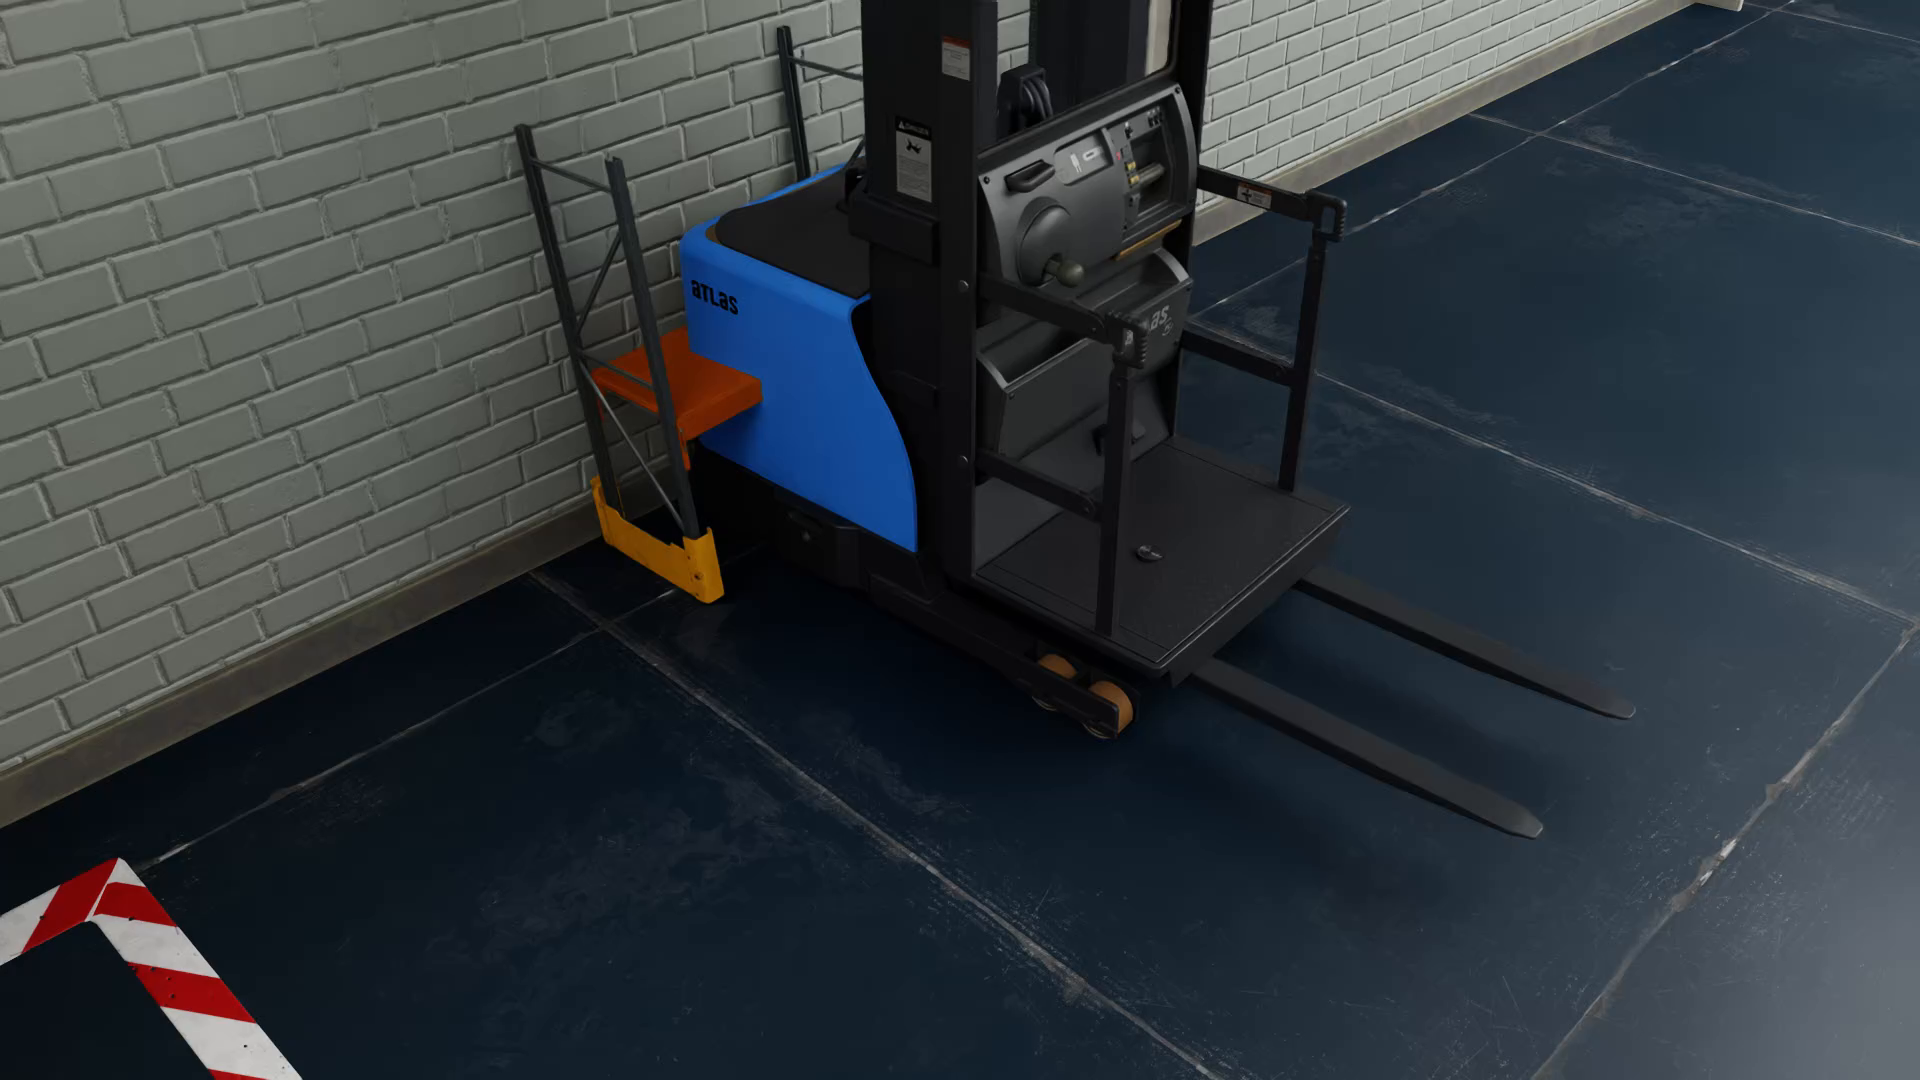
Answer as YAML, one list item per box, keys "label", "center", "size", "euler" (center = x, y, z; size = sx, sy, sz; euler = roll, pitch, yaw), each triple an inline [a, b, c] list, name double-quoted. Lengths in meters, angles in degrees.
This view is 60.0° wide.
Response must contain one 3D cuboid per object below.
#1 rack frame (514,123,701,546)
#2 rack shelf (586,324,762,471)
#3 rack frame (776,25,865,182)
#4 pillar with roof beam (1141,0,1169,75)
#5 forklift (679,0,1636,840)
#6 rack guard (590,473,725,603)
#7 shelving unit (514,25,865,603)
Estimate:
- label: "rack frame"
  center: [-1.063, -0.522, 5.174]
  size: [0.500, 1.500, 0.032]
  euler: [26, 46, 37]
- label: "rack shelf"
  center: [-0.695, -0.608, 5.559]
  size: [0.538, 0.185, 1.000]
  euler: [26, 46, 37]
- label: "rack frame"
  center: [-0.356, -0.988, 5.738]
  size: [0.500, 1.500, 0.032]
  euler: [26, 46, 37]
- label: "pillar with roof beam"
  center: [3.798, -3.021, 2.216]
  size: [9.100, 9.000, 0.400]
  euler: [30, 45, 35]
- label: "forklift"
  center: [0.536, -0.960, 4.564]
  size: [3.031, 2.935, 1.130]
  euler: [26, 42, 32]
- label: "rack guard"
  center: [-1.010, -0.013, 5.532]
  size: [0.587, 0.250, 0.087]
  euler: [26, 46, 37]
- label: "shelving unit"
  center: [-0.716, -0.751, 5.451]
  size: [0.587, 1.500, 1.083]
  euler: [26, 46, 37]
